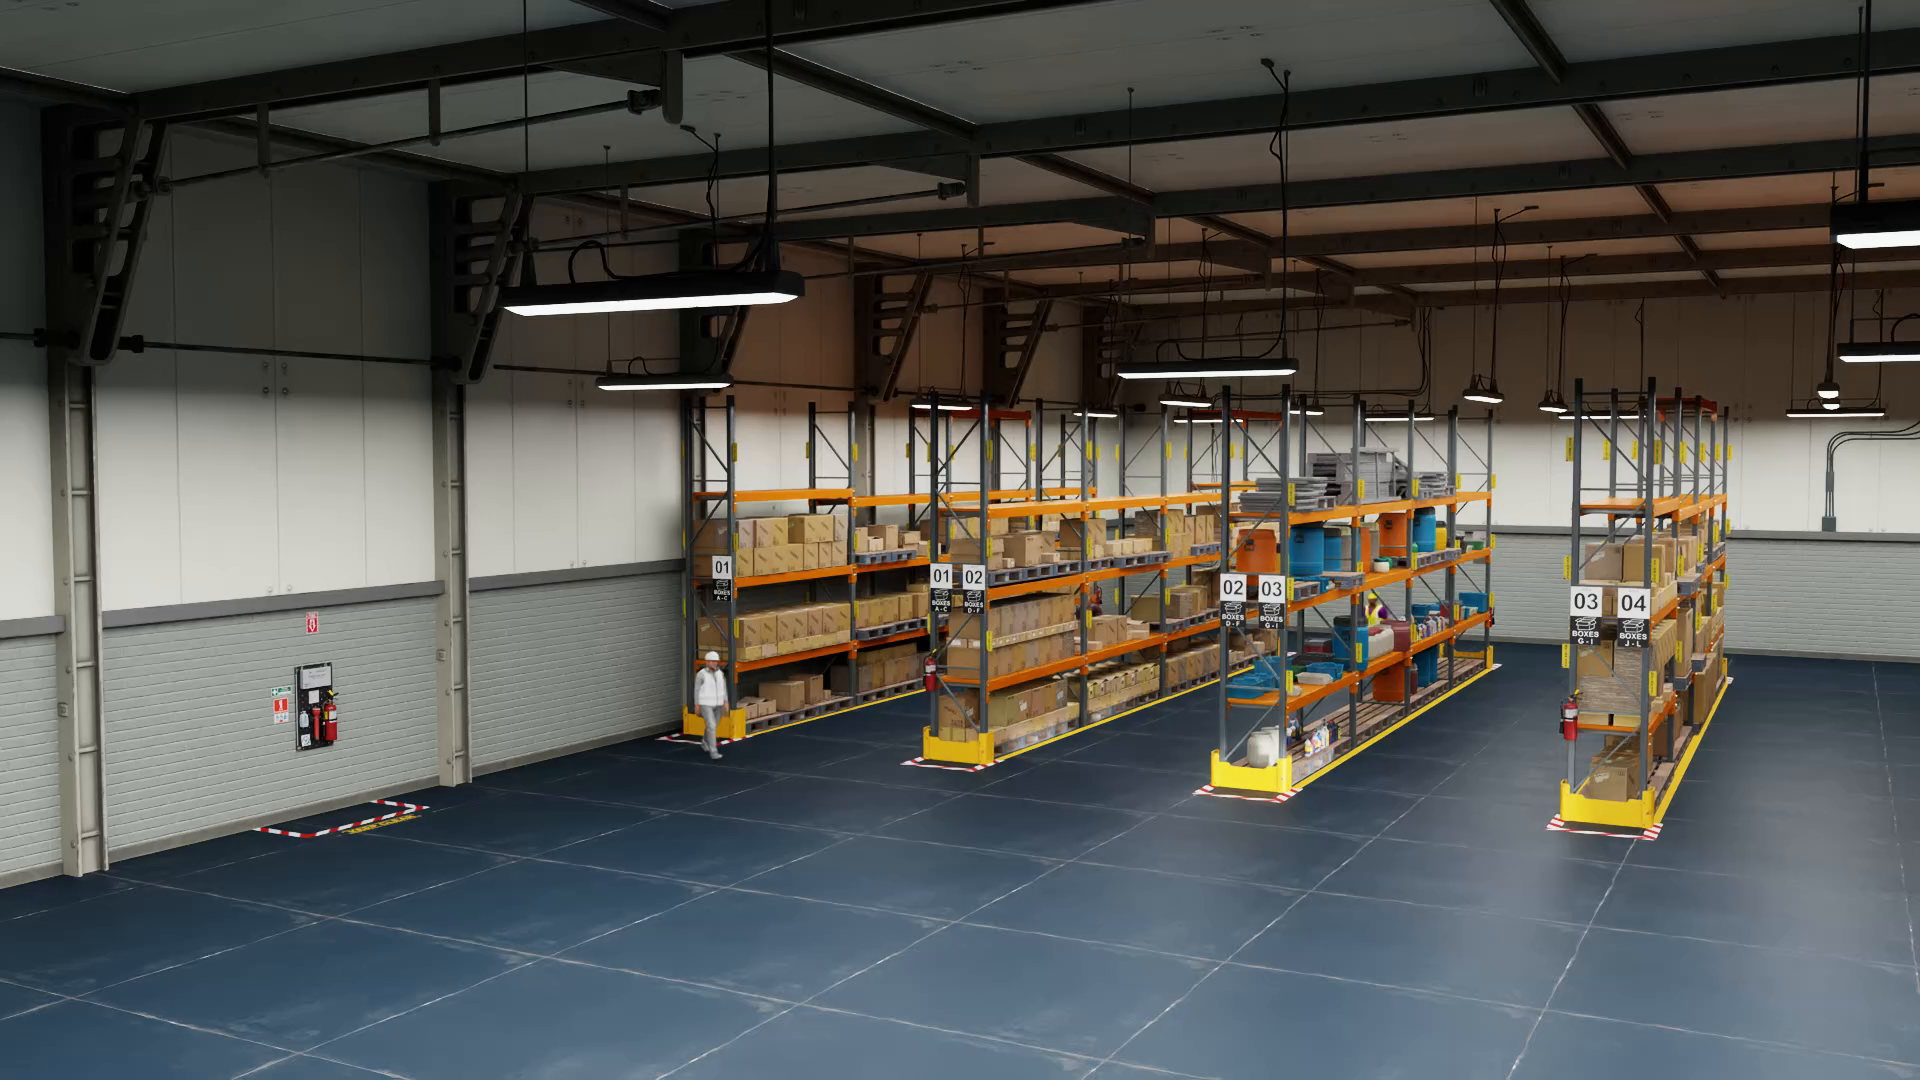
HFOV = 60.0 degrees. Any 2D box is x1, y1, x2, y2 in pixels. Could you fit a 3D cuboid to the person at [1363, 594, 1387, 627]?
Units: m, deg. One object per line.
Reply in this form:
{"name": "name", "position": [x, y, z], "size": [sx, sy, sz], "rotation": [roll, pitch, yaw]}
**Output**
{"name": "person", "position": [9.564, 2.095, 38.628], "size": [0.666, 1.704, 1.077], "rotation": [2, 3, 31]}

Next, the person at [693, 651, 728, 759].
{"name": "person", "position": [-4.087, 2.700, 27.390], "size": [0.931, 1.743, 0.535], "rotation": [3, 4, 43]}

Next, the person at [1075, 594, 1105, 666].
{"name": "person", "position": [2.988, 2.051, 38.026], "size": [0.753, 1.670, 0.643], "rotation": [2, 4, 35]}
